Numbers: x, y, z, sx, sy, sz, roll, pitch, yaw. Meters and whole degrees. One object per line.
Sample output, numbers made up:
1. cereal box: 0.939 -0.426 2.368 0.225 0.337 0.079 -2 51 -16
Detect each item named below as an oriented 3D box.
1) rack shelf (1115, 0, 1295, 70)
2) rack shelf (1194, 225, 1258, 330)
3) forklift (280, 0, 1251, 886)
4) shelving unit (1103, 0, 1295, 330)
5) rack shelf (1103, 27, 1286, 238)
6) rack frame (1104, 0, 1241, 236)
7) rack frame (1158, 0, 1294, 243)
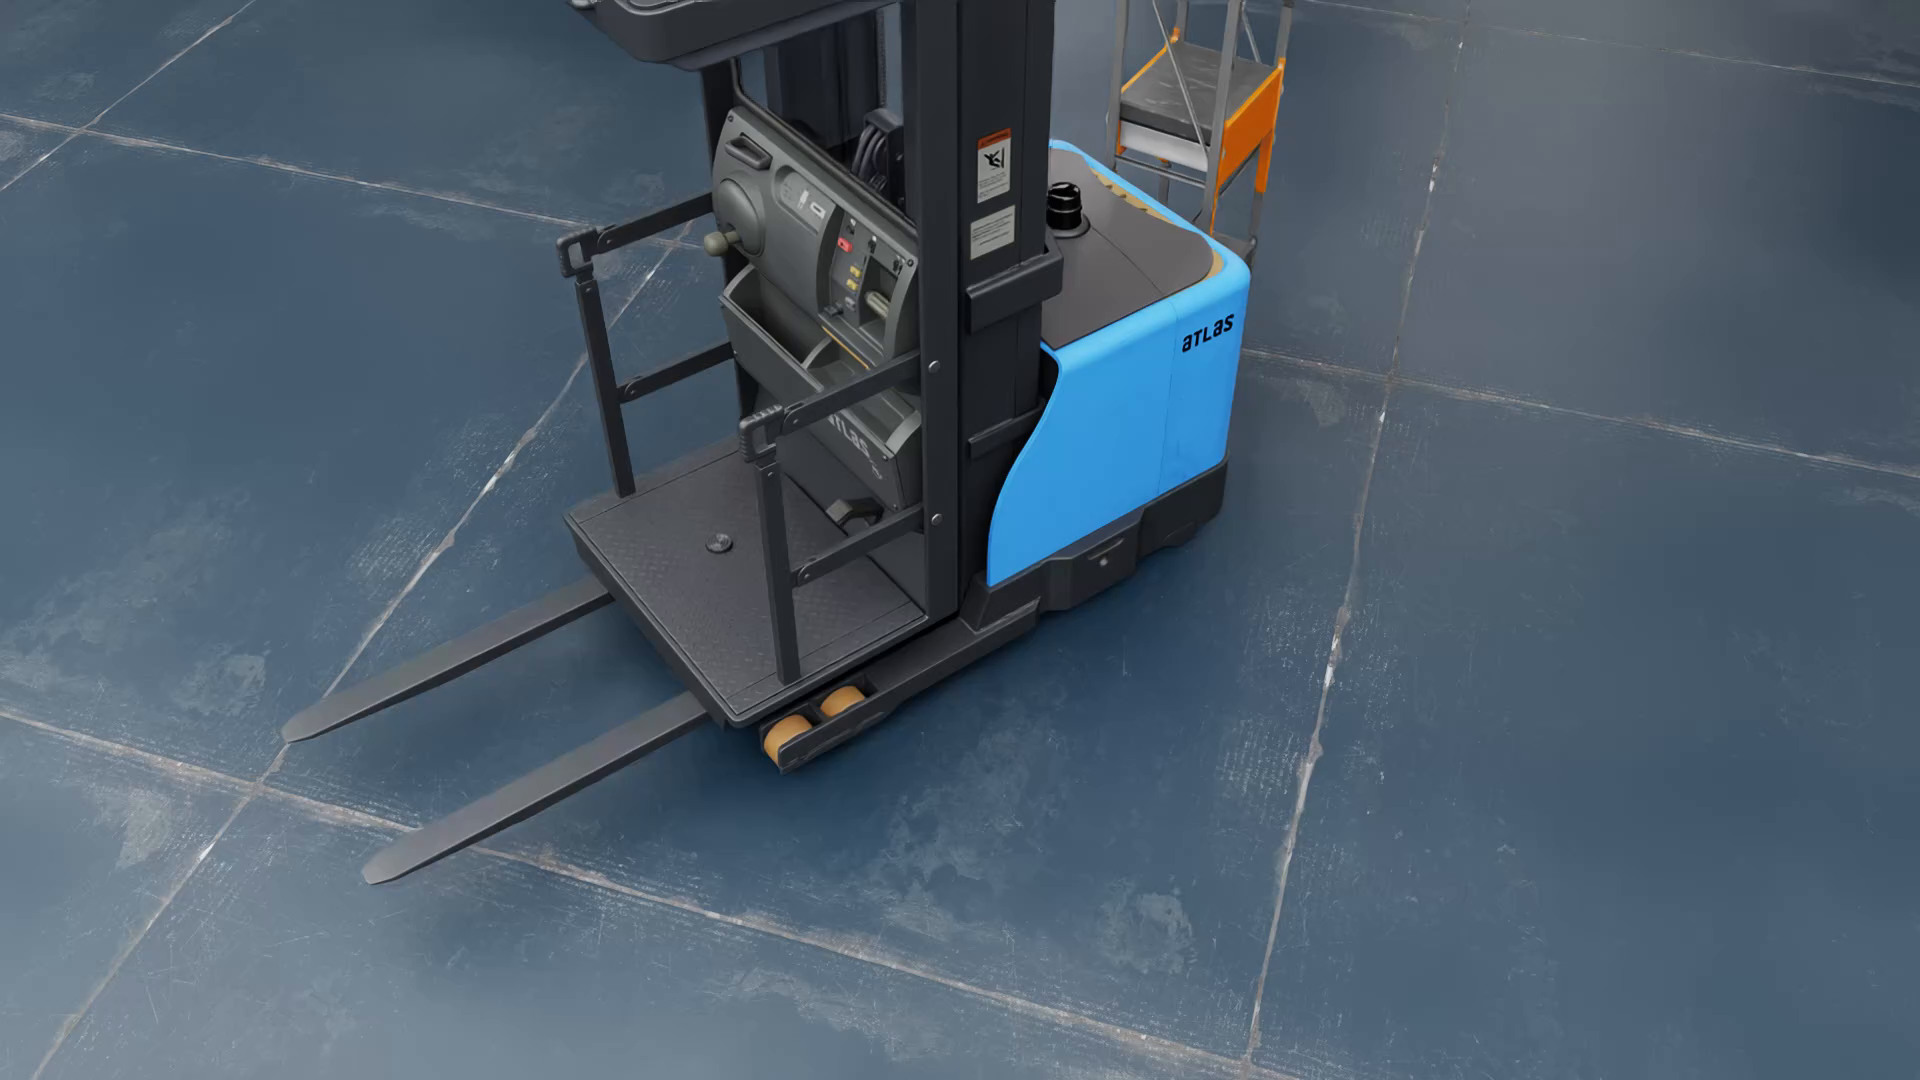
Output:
1. rack shelf: 0.789 -1.849 5.154 0.431 0.518 0.480 23 49 21
2. rack shelf: 0.781 -0.852 6.137 0.431 0.518 0.480 23 49 21
3. forklift: -0.576 -0.776 4.447 3.031 2.935 1.130 -27 51 -25
4. shelving unit: 0.785 -1.360 5.636 0.431 2.100 0.503 23 49 21
5. rack shelf: 0.785 -1.350 5.646 0.431 0.518 0.480 23 49 21
6. rack frame: 0.660 -1.213 5.486 0.400 2.100 0.015 23 49 21
7. rack frame: 0.910 -1.506 5.786 0.400 2.100 0.015 23 49 21
